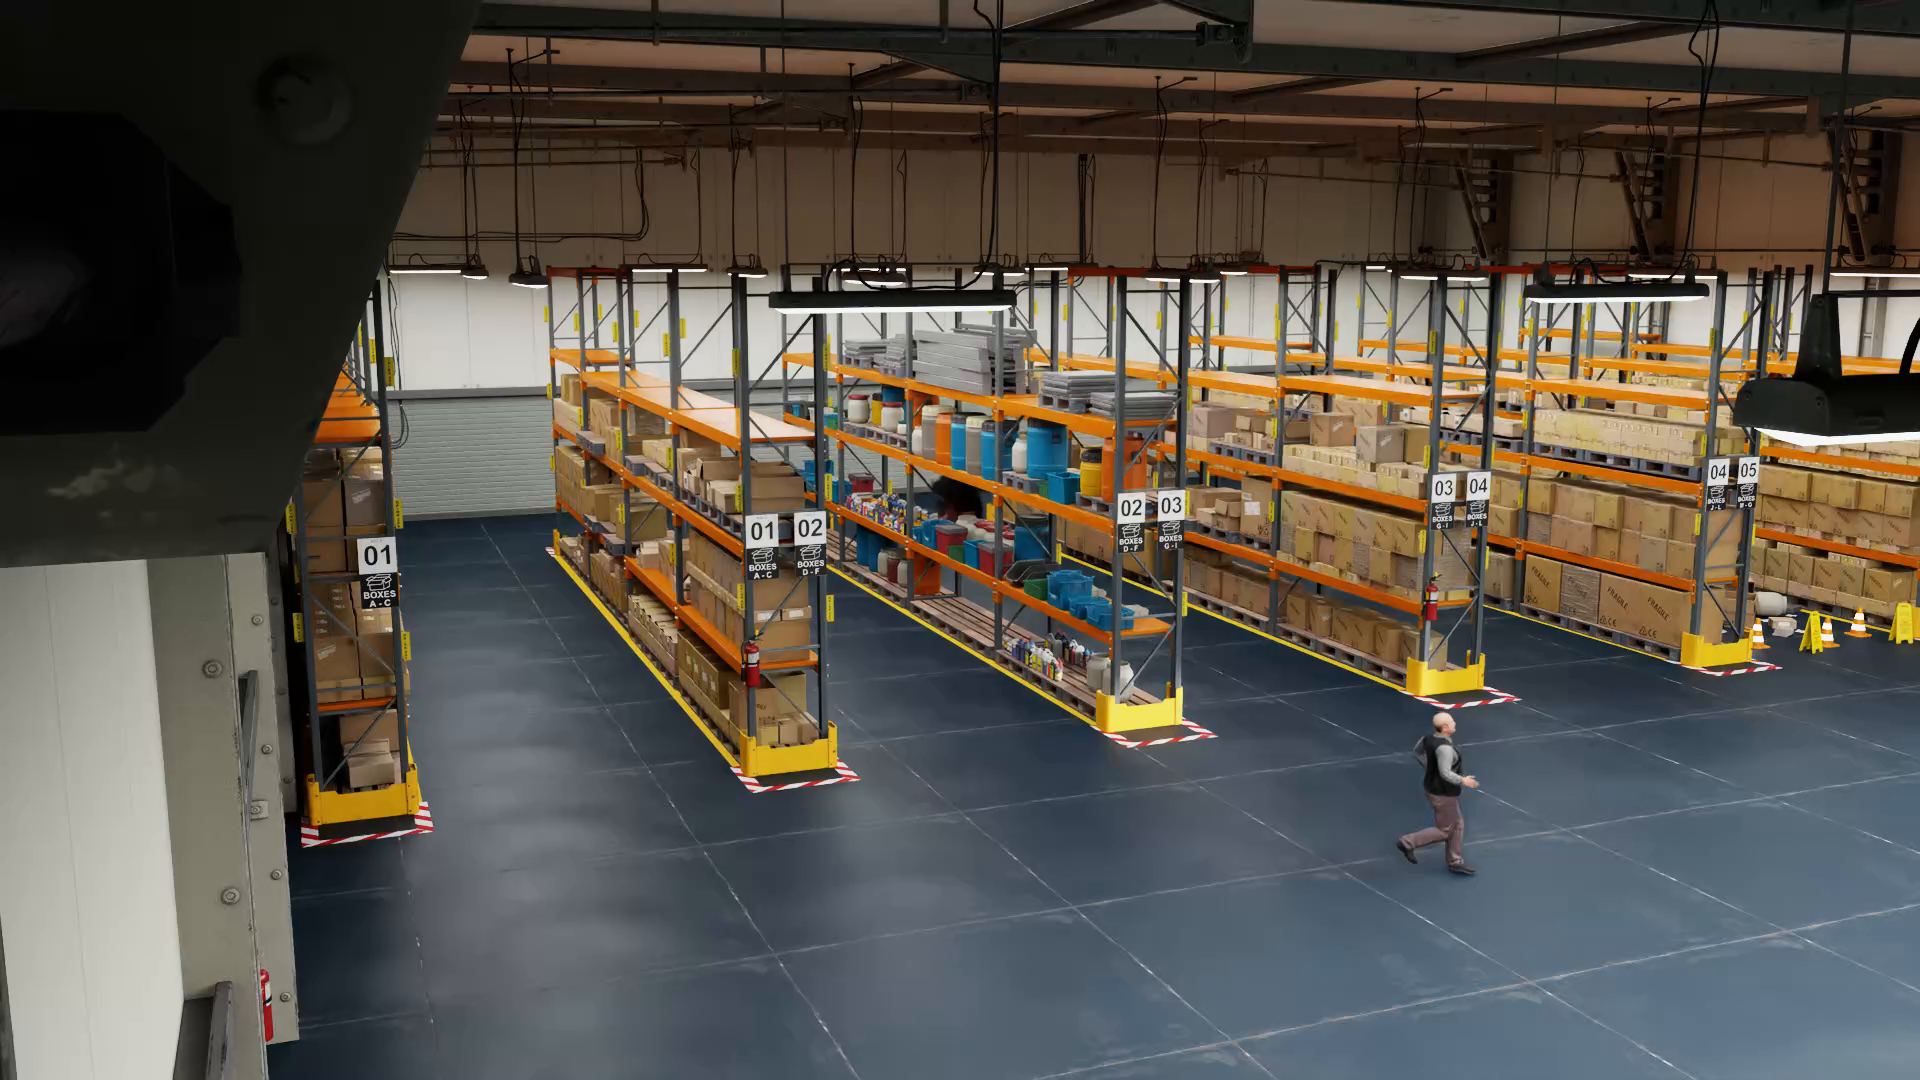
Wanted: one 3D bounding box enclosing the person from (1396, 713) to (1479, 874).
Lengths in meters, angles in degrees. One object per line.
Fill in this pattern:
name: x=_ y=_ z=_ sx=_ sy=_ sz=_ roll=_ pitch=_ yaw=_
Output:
person: x=4.880 y=2.593 z=16.961 sx=0.867 sy=1.718 sz=0.671 roll=0 pitch=10 yaw=0
